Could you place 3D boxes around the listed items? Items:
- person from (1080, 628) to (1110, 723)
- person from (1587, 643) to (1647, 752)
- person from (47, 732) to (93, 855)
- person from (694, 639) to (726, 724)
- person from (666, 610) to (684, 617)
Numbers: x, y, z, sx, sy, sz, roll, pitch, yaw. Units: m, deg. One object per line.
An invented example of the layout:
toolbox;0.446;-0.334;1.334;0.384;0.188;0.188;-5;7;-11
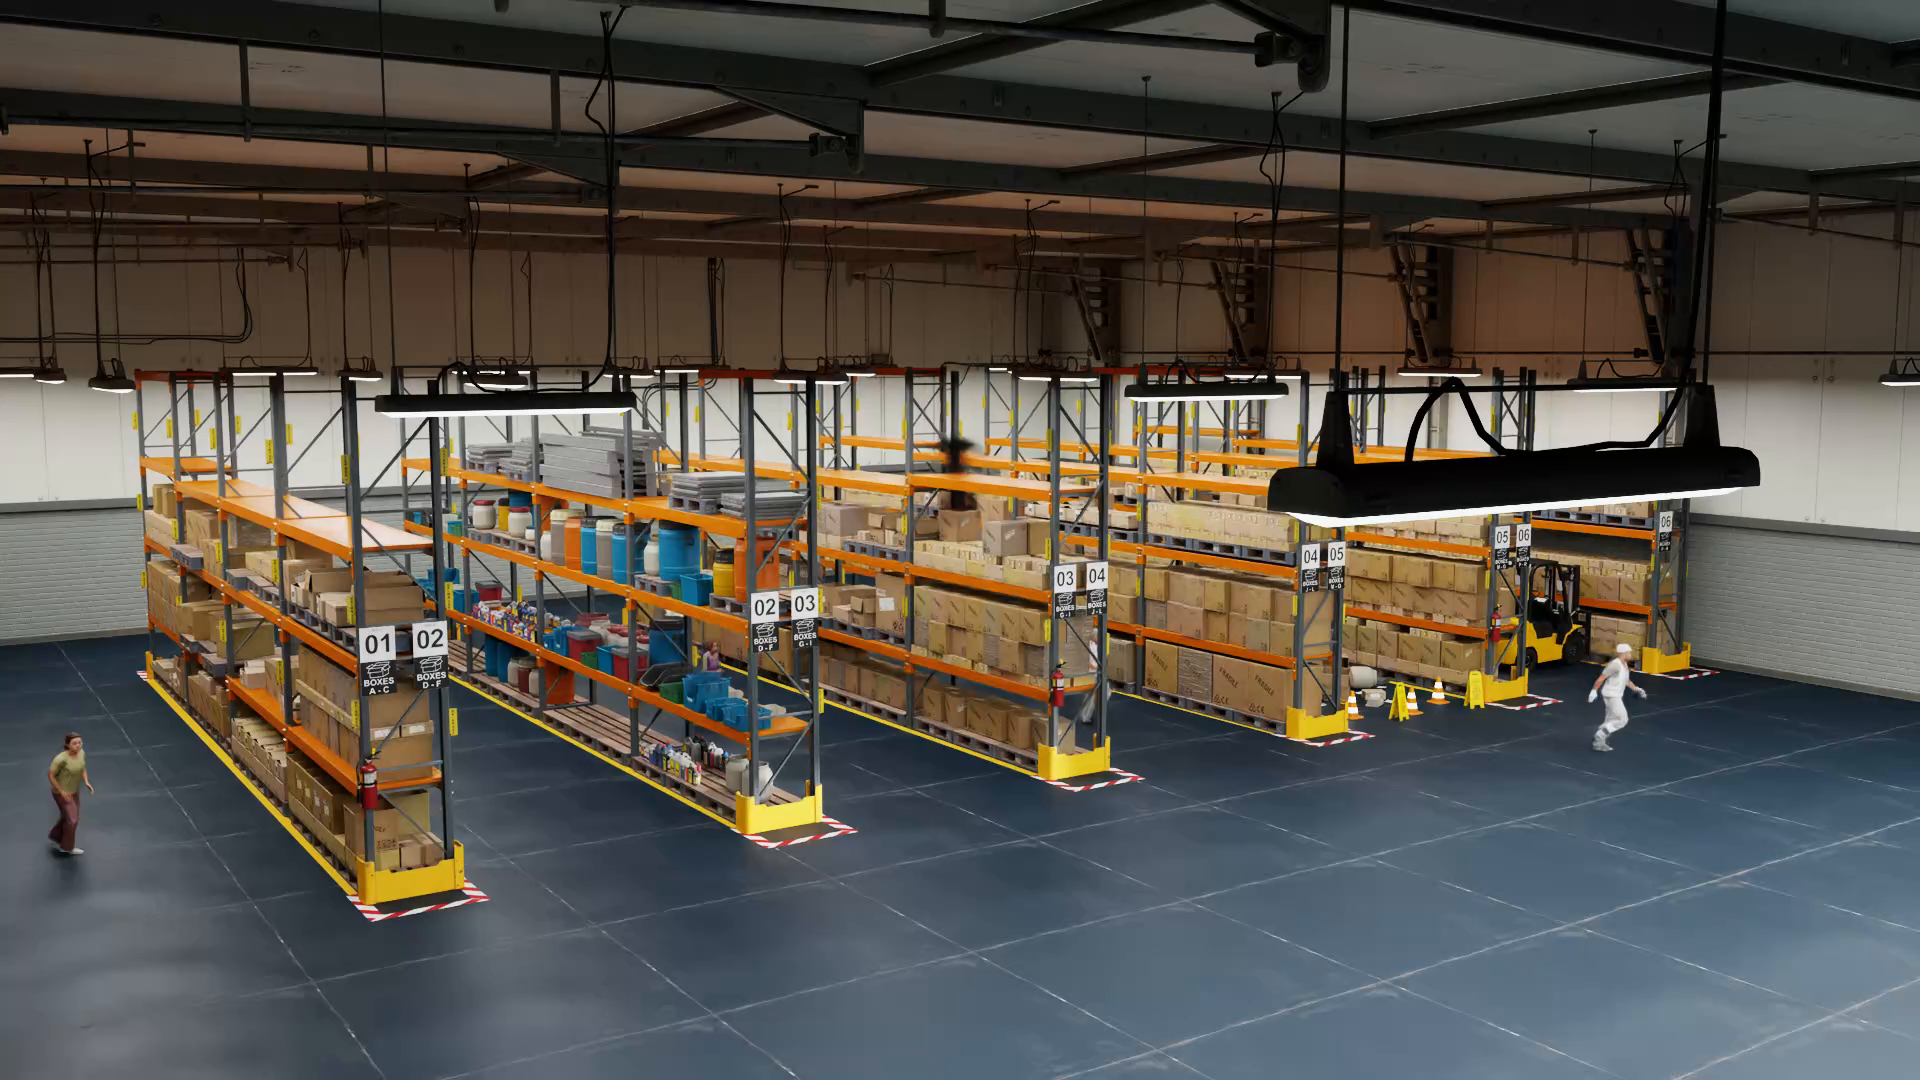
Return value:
person;2.354;2.315;28.520;0.681;1.617;0.502;-6;9;-41
person;10.406;2.496;26.316;0.801;1.742;0.660;4;7;30
person;-11.307;3.186;20.971;0.740;1.613;0.589;1;7;12
person;-4.248;2.413;27.973;0.899;1.552;0.547;4;8;32
person;-5.476;1.842;32.416;0.569;1.739;0.812;-4;7;-30
